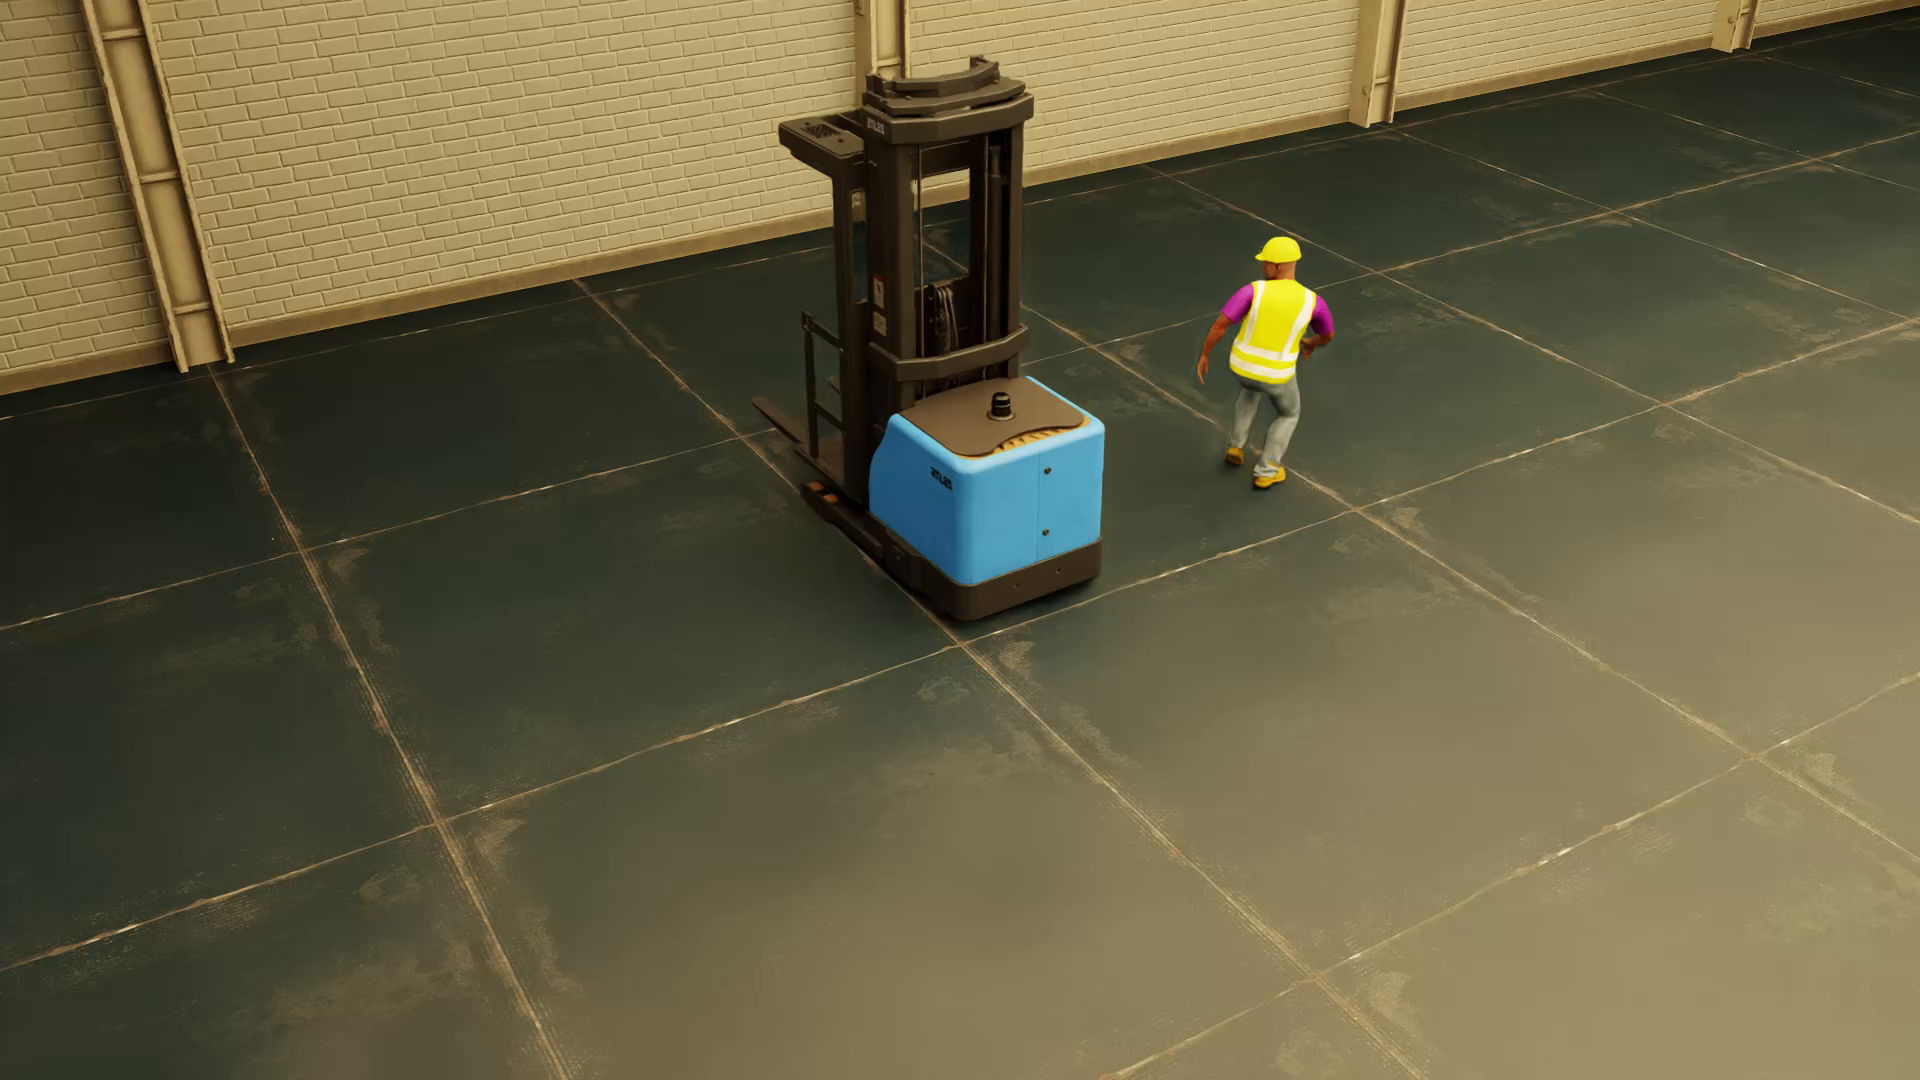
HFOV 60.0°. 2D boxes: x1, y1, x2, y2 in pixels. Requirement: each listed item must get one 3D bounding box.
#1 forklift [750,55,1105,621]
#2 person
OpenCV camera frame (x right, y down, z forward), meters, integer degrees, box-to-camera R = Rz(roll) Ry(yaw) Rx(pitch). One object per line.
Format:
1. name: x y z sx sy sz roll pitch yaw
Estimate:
1. forklift: -0.376 -1.507 10.164 1.130 2.935 3.031 -19 36 -28
2. person: 1.991 -1.138 10.785 0.753 1.713 0.753 14 33 21
